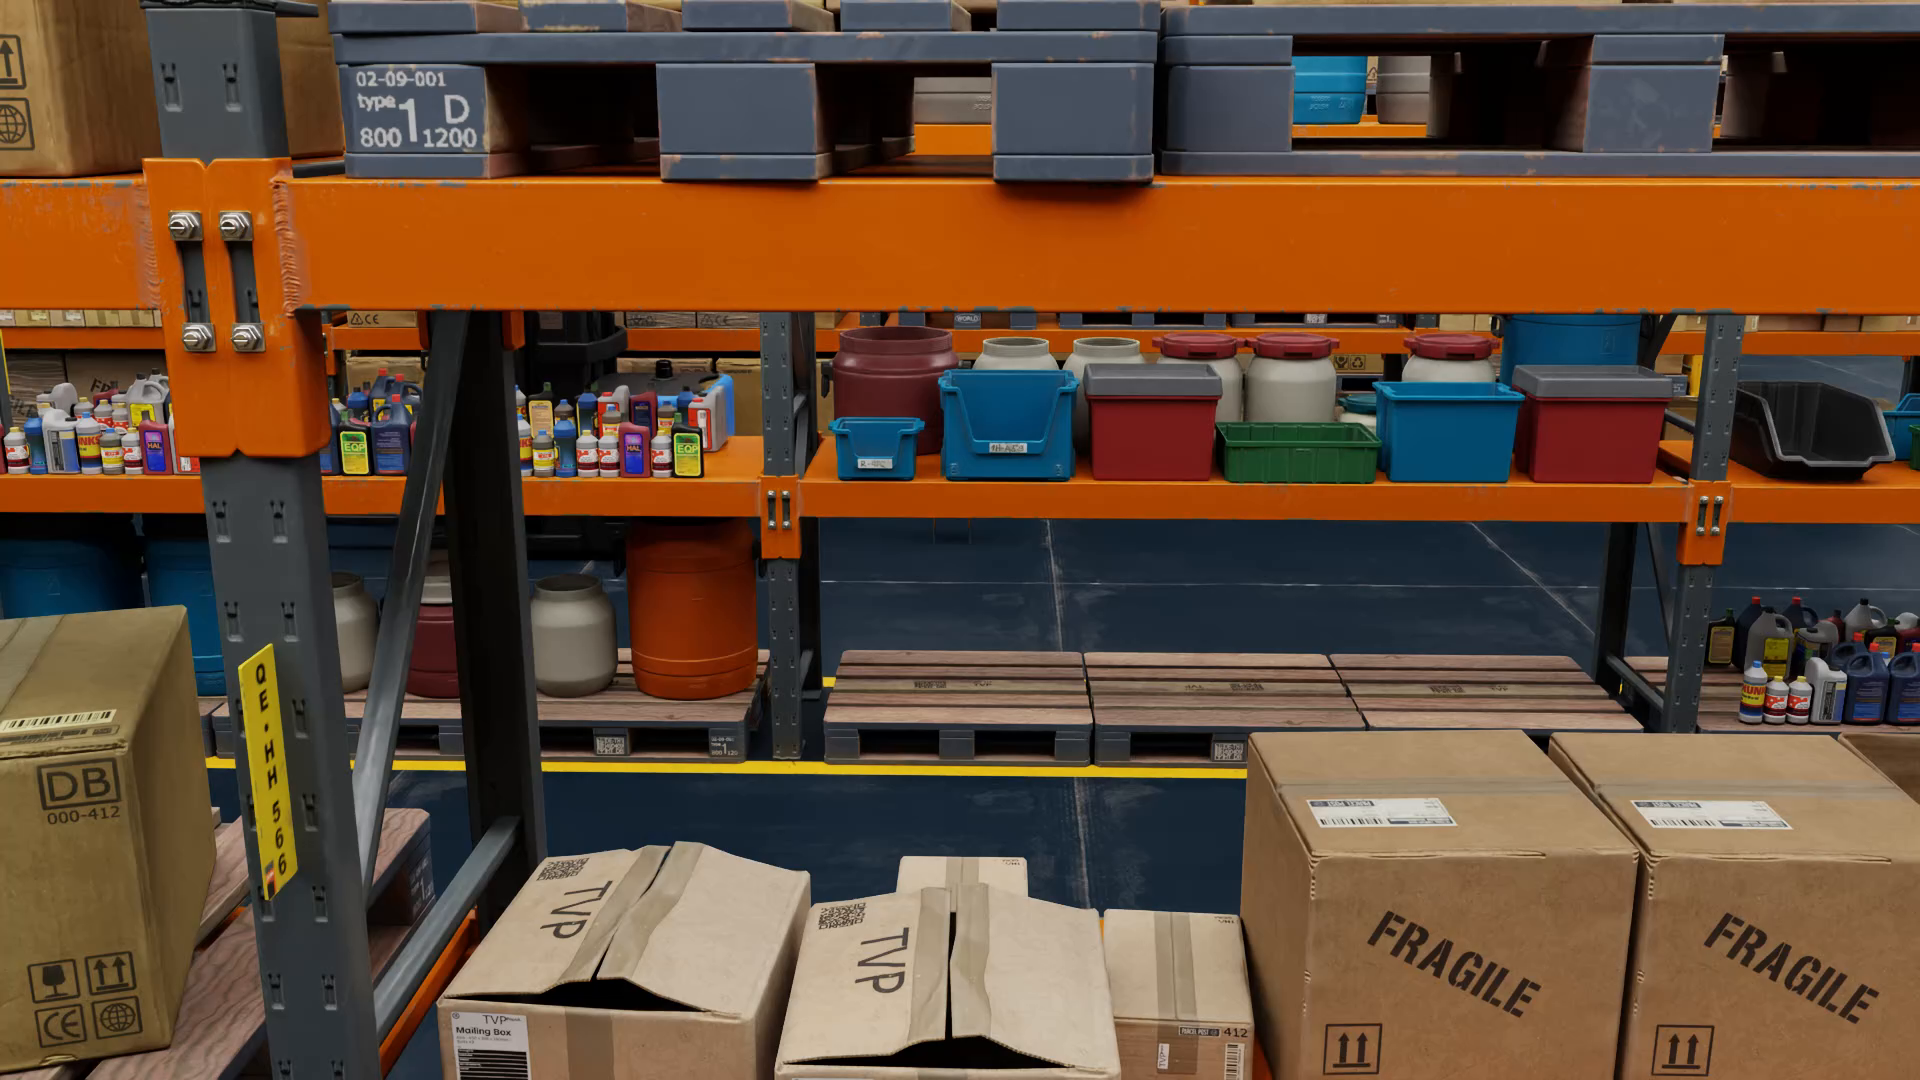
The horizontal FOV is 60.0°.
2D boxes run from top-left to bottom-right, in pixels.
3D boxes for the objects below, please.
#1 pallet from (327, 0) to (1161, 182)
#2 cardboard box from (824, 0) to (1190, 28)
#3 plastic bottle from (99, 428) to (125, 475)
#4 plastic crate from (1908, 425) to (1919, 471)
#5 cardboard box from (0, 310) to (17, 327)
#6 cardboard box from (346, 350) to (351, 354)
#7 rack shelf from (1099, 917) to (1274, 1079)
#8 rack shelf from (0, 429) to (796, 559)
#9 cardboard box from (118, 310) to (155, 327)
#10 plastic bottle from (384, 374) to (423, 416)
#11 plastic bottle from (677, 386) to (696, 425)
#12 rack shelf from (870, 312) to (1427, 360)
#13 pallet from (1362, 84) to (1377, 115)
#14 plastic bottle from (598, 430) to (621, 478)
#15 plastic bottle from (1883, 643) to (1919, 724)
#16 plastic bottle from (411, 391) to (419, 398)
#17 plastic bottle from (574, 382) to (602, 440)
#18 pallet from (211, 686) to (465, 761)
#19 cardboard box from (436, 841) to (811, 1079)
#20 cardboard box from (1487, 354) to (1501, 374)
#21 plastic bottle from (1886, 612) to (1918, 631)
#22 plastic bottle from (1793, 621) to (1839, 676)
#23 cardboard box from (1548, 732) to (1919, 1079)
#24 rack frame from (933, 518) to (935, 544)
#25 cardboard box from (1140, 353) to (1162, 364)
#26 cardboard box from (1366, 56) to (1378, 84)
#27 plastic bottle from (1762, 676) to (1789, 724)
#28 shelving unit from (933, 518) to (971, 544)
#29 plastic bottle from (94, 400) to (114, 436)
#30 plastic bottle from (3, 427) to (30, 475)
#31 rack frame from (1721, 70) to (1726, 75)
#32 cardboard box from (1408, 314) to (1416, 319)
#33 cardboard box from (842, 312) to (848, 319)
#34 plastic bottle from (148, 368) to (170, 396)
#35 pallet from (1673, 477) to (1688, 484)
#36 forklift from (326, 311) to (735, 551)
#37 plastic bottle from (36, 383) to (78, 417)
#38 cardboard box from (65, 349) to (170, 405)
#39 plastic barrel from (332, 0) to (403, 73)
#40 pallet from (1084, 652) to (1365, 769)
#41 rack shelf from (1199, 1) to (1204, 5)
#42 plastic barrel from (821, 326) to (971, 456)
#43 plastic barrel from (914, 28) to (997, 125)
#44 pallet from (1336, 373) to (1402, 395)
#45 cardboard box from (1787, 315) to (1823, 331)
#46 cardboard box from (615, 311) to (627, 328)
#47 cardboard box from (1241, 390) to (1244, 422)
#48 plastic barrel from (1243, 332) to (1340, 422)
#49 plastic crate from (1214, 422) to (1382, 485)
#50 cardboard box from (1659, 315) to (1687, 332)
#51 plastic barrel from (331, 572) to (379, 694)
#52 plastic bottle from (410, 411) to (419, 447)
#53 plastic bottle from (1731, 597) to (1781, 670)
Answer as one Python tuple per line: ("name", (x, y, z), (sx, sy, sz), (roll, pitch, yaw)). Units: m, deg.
("pallet", (-0.223, -0.689, 2.563), (1.003, 0.211, 1.213), (1, 15, 4))
("cardboard box", (0.076, -0.905, 2.482), (0.500, 0.250, 0.500), (1, 15, 3))
("plastic bottle", (-3.741, -0.394, 7.343), (0.097, 0.201, 0.097), (0, 15, 0))
("plastic crate", (4.575, -0.366, 7.261), (0.662, 0.188, 0.450), (0, 15, 1))
("cardboard box", (-7.013, -1.675, 12.299), (0.250, 0.149, 0.380), (0, 15, 1))
("cardboard box", (-6.317, -2.056, 17.437), (0.250, 0.149, 0.380), (1, 15, 4))
("rack shelf", (1.096, 1.049, 2.894), (4.000, 0.370, 1.077), (0, 15, 1))
("rack shelf", (-2.773, -0.240, 7.781), (4.000, 0.370, 1.077), (0, 15, 1))
("cardboard box", (-5.988, -1.668, 12.274), (0.250, 0.149, 0.380), (1, 15, 2))
("plastic bottle", (-2.613, -0.608, 7.861), (0.185, 0.351, 0.144), (0, 15, 1))
("plastic bottle", (-1.313, -0.606, 8.008), (0.097, 0.271, 0.097), (0, 15, 0))
("rack shelf", (1.352, -1.477, 12.469), (4.000, 0.370, 1.077), (0, 15, 1))
("pallet", (2.737, -3.203, 12.088), (1.003, 0.211, 1.213), (0, 15, 1))
("plastic bottle", (-1.534, -0.380, 7.289), (0.097, 0.201, 0.097), (0, 15, 0))
("plastic bottle", (4.210, 0.631, 7.397), (0.185, 0.351, 0.144), (0, 15, -1))
("plastic bottle", (-2.584, -0.609, 8.013), (0.135, 0.276, 0.152), (0, 15, 1))
("plastic bottle", (-1.793, -0.619, 8.036), (0.133, 0.283, 0.061), (0, 15, 1))
("pallet", (-2.779, 0.770, 8.007), (1.213, 0.211, 1.003), (0, 15, 1))
("cardboard box", (-0.541, 0.745, 2.812), (0.500, 0.311, 0.500), (1, 15, 5))
("cardboard box", (5.108, -2.225, 17.236), (0.875, 0.875, 0.875), (0, 15, 2))
("plastic bottle", (4.553, 0.491, 8.074), (0.135, 0.276, 0.152), (1, 15, 2))
("plastic bottle", (4.089, 0.525, 7.946), (0.135, 0.276, 0.152), (0, 15, 1))
("cardboard box", (1.300, 0.650, 2.800), (0.500, 0.500, 0.500), (0, 15, 2))
("rack frame", (-0.175, -0.509, 11.210), (0.008, 1.050, 0.200), (0, 15, 1))
("cardboard box", (1.992, -2.180, 17.309), (0.750, 0.750, 1.050), (0, 15, 1))
("cardboard box", (2.884, -3.544, 11.986), (0.637, 0.503, 0.797), (0, 15, -1))
("plastic bottle", (3.634, 0.706, 7.407), (0.097, 0.201, 0.097), (0, 15, 0))
("shelving unit", (-0.053, -0.508, 11.207), (0.252, 1.050, 0.215), (0, 15, 1))
("plastic bottle", (-4.122, -0.575, 8.028), (0.097, 0.201, 0.097), (0, 15, 0))
("plastic bottle", (-4.167, -0.397, 7.354), (0.097, 0.201, 0.097), (0, 15, 0))
("rack frame", (3.225, -3.450, 6.775), (0.127, 3.000, 1.000), (0, 15, 1))
("cardboard box", (3.574, -1.764, 12.639), (0.250, 0.149, 0.380), (0, 15, 1))
("cardboard box", (-1.126, -1.959, 12.689), (0.500, 0.500, 0.500), (1, 15, 3))
("plastic bottle", (-3.845, -0.655, 8.038), (0.185, 0.351, 0.144), (0, 15, 1))
("pallet", (5.247, -0.461, 12.674), (1.213, 0.211, 1.003), (0, 15, 1))
("forklift", (-3.081, -1.427, 11.004), (3.031, 2.935, 1.130), (1, 15, 2))
("plastic bottle", (-4.370, -0.621, 8.057), (0.135, 0.276, 0.152), (0, 15, 1))
("cardboard box", (-6.203, -1.070, 12.859), (0.875, 0.875, 0.875), (0, 15, 1))
("plastic barrel", (-2.550, -2.267, 7.084), (0.433, 0.535, 0.433), (0, 15, 0))
("pallet", (1.216, 0.797, 7.906), (1.213, 0.211, 1.003), (0, 15, 1))
("rack shelf", (1.605, -6.712, 21.334), (4.000, 0.370, 1.077), (0, 15, 1))
("plastic barrel", (-0.302, -0.715, 7.903), (0.708, 0.536, 0.600), (0, 15, 1))
("plastic barrel", (0.042, -2.207, 6.963), (0.600, 0.901, 0.600), (0, 15, 0))
("pallet", (4.338, -1.703, 17.381), (1.213, 0.211, 1.003), (0, 15, 1))
("cardboard box", (6.061, -1.622, 12.099), (0.250, 0.149, 0.380), (0, 15, 1))
("cardboard box", (-2.673, -1.837, 12.228), (0.500, 0.500, 0.500), (1, 15, 2))
("cardboard box", (2.262, -0.834, 12.657), (0.500, 0.500, 0.700), (0, 15, 1))
("plastic barrel", (1.541, -0.682, 7.777), (0.433, 0.535, 0.433), (0, 15, 0))
("plastic crate", (1.477, -0.386, 7.338), (0.662, 0.188, 0.450), (0, 15, 1))
("cardboard box", (5.059, -1.606, 12.040), (0.250, 0.149, 0.380), (0, 15, 1))
("plastic barrel", (-2.959, 0.438, 7.854), (0.421, 0.512, 0.421), (0, 15, 0))
("plastic bottle", (-2.331, -0.420, 7.280), (0.133, 0.283, 0.061), (0, 15, 1))
("plastic bottle", (3.876, 0.450, 8.085), (0.185, 0.351, 0.144), (0, 15, 0))
